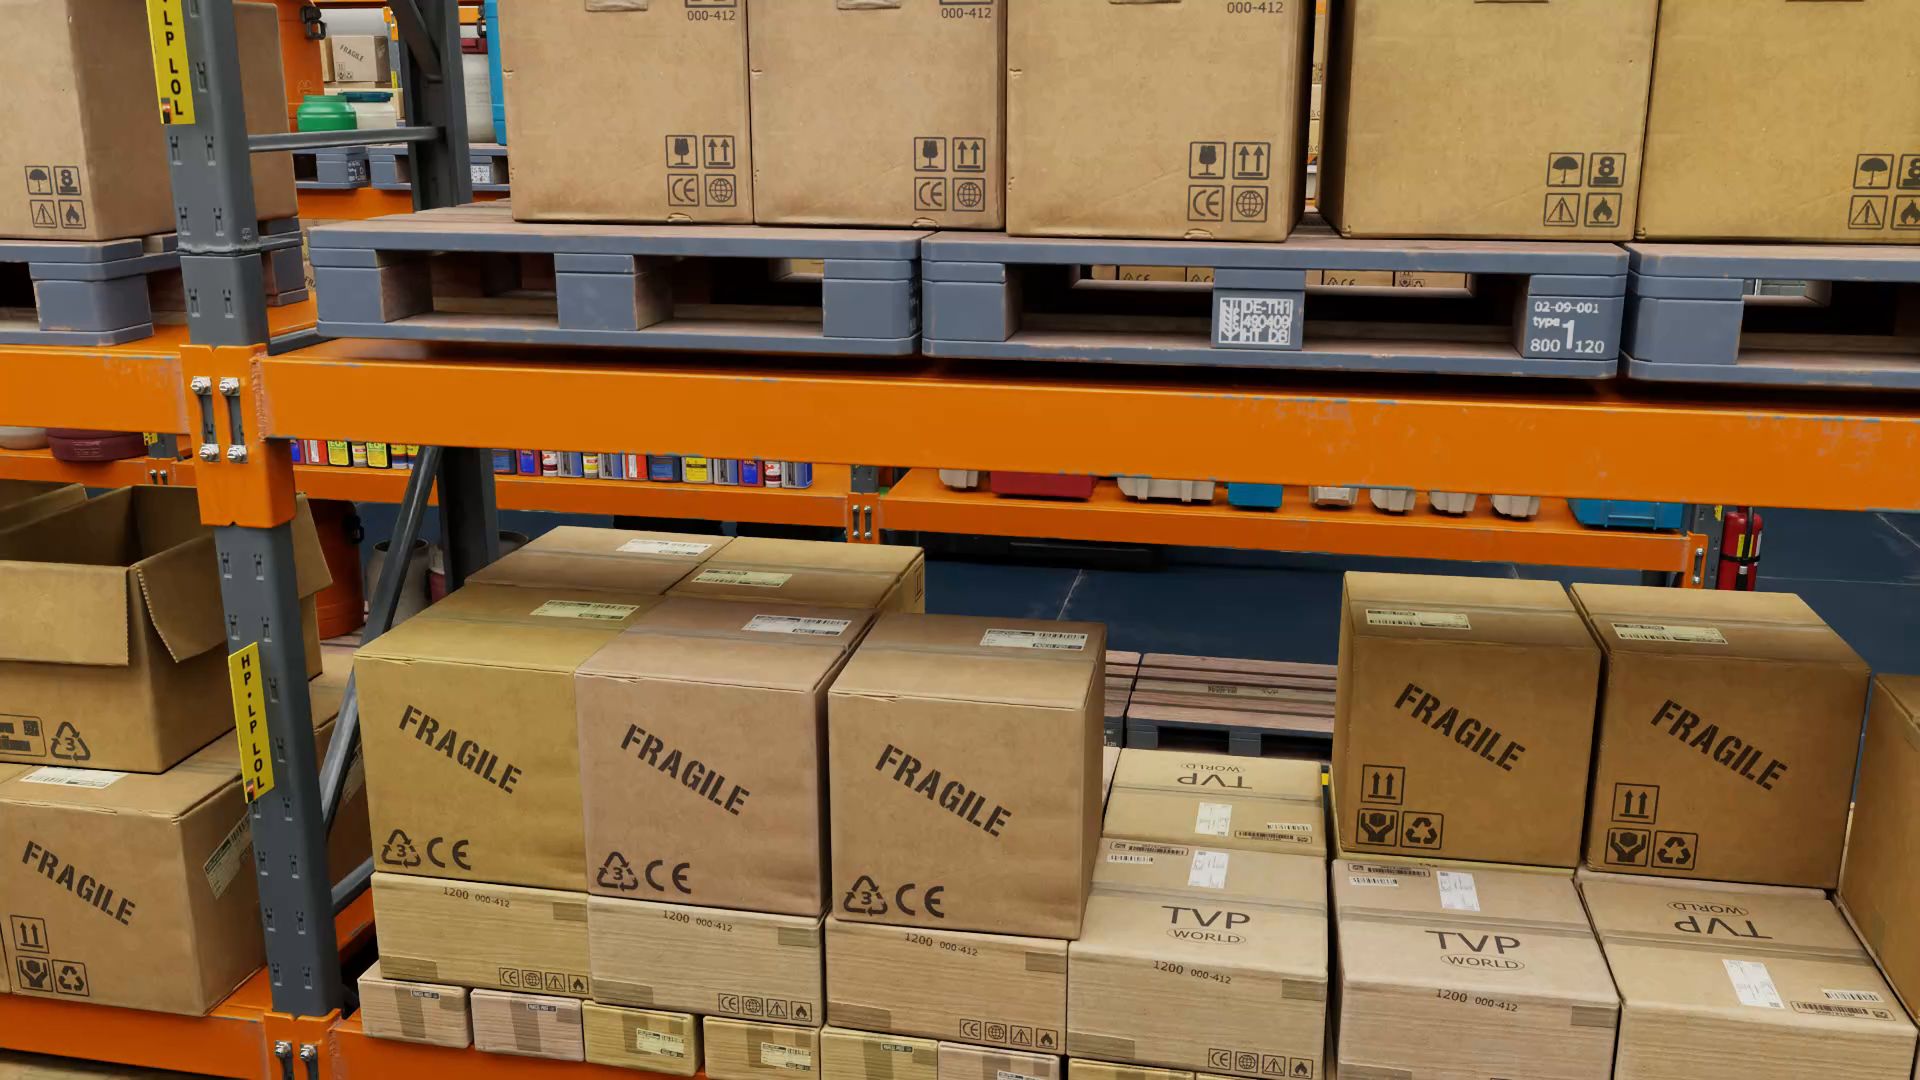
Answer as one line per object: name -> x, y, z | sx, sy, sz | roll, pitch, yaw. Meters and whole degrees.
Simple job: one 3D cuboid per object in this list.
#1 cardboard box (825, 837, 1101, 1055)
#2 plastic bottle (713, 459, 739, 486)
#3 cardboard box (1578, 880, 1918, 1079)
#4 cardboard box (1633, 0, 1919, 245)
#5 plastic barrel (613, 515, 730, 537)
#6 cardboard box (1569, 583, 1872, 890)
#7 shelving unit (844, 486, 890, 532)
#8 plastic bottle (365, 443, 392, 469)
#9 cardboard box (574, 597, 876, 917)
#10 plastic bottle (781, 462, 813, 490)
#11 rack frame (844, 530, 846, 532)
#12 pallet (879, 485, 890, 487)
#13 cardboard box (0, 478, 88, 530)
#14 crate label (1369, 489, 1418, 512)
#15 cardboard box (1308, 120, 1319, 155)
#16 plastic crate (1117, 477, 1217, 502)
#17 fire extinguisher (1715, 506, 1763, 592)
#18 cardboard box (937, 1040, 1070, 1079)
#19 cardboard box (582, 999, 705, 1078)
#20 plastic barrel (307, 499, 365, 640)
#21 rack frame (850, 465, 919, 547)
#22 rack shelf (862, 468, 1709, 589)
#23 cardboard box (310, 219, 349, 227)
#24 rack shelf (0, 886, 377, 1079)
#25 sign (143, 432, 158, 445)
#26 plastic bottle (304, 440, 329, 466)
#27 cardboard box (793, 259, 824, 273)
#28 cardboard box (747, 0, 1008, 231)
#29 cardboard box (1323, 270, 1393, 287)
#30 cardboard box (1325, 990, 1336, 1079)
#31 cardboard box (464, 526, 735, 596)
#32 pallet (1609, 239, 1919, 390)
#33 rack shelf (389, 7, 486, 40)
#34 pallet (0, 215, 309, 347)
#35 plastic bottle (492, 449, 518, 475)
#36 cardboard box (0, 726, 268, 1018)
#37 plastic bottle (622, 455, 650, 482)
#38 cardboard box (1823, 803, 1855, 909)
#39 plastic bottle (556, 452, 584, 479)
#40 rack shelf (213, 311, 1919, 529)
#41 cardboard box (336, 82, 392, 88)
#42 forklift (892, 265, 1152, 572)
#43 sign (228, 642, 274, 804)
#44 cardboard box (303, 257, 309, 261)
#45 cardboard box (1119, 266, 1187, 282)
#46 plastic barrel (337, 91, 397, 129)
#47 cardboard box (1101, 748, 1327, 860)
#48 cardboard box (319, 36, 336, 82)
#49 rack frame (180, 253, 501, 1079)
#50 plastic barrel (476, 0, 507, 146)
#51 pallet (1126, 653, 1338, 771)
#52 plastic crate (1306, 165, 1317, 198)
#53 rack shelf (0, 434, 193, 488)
cardboard box -> 0.024, 0.835, 3.581 | 0.500, 0.250, 0.500 | 4, 16, 12
plastic bottle -> -1.201, -0.433, 8.667 | 0.135, 0.276, 0.152 | 3, 16, 11
cardboard box -> 1.516, 0.917, 3.285 | 0.500, 0.250, 0.500 | 3, 16, 10
cardboard box -> 1.493, -0.848, 3.153 | 0.500, 0.500, 0.700 | 3, 16, 9
plastic barrel -> -1.616, 0.201, 9.291 | 0.708, 0.901, 0.600 | 3, 16, 11
cardboard box -> 1.634, 0.417, 3.688 | 0.500, 0.500, 0.500 | 3, 16, 10
shelving unit -> -0.666, -0.607, 12.437 | 0.503, 1.200, 0.258 | 3, 16, 10
plastic bottle -> -3.151, -0.530, 9.004 | 0.133, 0.283, 0.061 | 3, 16, 11
cardboard box -> -0.480, 0.447, 3.578 | 0.500, 0.500, 0.500 | 3, 16, 11
plastic bottle -> -0.843, -0.413, 8.597 | 0.135, 0.276, 0.152 | 3, 16, 11
rack frame -> -0.907, -0.619, 12.479 | 0.015, 1.200, 0.240 | 3, 16, 10
pallet -> -0.206, -0.522, 13.980 | 1.213, 0.211, 1.003 | 3, 16, 11
cardboard box -> -2.677, 0.156, 4.243 | 0.637, 0.503, 0.797 | 3, 16, 12
crate label -> 2.133, -0.249, 8.155 | 0.243, 0.136, 0.396 | 3, 16, 11
cardboard box -> 2.495, -3.035, 12.490 | 0.500, 0.250, 0.500 | 3, 16, 11
plastic crate -> 1.067, -0.379, 8.351 | 0.530, 0.282, 0.437 | 3, 16, 11
fire extinguisher -> 3.585, 0.020, 7.644 | 0.183, 0.674, 0.296 | 3, 16, 11
cardboard box -> 0.114, 1.052, 3.547 | 0.250, 0.149, 0.380 | 3, 16, 12
cardboard box -> -0.640, 1.011, 3.695 | 0.250, 0.149, 0.380 | 4, 16, 13
plastic barrel -> -3.829, 0.116, 9.734 | 0.708, 0.830, 0.600 | 3, 16, 11
rack frame -> -0.392, -0.537, 8.810 | 0.127, 3.000, 1.000 | 3, 16, 11
rack shelf -> 1.567, -0.084, 8.522 | 4.000, 0.370, 1.077 | 3, 16, 11
cardboard box -> -7.273, -3.822, 19.509 | 0.500, 0.500, 0.500 | 3, 16, 11
rack shelf -> -3.339, 0.999, 4.613 | 4.000, 0.370, 1.077 | 3, 16, 11
sign -> -4.415, -0.684, 9.036 | 0.005, 0.325, 0.100 | 3, 16, 11
plastic bottle -> -3.499, -0.557, 9.118 | 0.135, 0.276, 0.152 | 3, 16, 11
cardboard box -> -1.145, -2.161, 13.699 | 0.500, 0.500, 0.700 | -1, 16, -3
cardboard box -> -0.074, -0.930, 3.449 | 0.500, 0.500, 0.700 | 4, 16, 14
cardboard box -> 3.023, -2.154, 12.590 | 0.500, 0.500, 0.500 | 4, 16, 13
cardboard box -> 0.870, 1.092, 3.400 | 0.250, 0.149, 0.380 | 3, 16, 11
cardboard box -> -0.876, 0.281, 4.177 | 0.500, 0.500, 0.500 | 4, 16, 13
pallet -> 1.811, -0.468, 3.109 | 1.213, 0.211, 1.003 | 3, 16, 11
rack shelf -> -4.298, -5.799, 18.667 | 4.000, 0.370, 1.077 | 3, 16, 11
pallet -> -2.288, -0.630, 3.887 | 1.217, 0.209, 0.805 | 2, 16, 9
plastic bottle -> -2.438, -0.535, 8.896 | 0.185, 0.351, 0.144 | 3, 16, 11
cardboard box -> -1.892, 0.757, 3.951 | 0.500, 0.500, 0.500 | 3, 16, 11
plastic bottle -> -1.695, -0.460, 8.764 | 0.135, 0.276, 0.152 | 3, 16, 11
cardboard box -> 2.124, 0.805, 3.692 | 0.500, 0.250, 0.500 | 3, 16, 10
plastic bottle -> -2.054, -0.479, 8.835 | 0.135, 0.276, 0.152 | 3, 16, 11
rack shelf -> 0.580, -0.233, 3.444 | 4.000, 0.370, 1.077 | 3, 16, 11
cardboard box -> -6.804, -5.020, 19.150 | 0.500, 0.500, 0.500 | 4, 16, 13
forklift -> 1.075, -1.342, 11.848 | 3.031, 2.935, 1.130 | 3, 16, 10
sign -> -1.478, 0.382, 3.475 | 0.005, 0.325, 0.100 | 3, 16, 11
cardboard box -> -5.976, -2.233, 14.746 | 0.500, 0.500, 0.500 | 4, 16, 15
cardboard box -> 1.510, -2.236, 12.886 | 0.500, 0.500, 0.500 | 3, 16, 9
plastic barrel -> -3.232, -2.312, 9.073 | 0.301, 0.262, 0.301 | 0, 15, 0
cardboard box -> 0.609, 0.725, 3.981 | 0.500, 0.250, 0.500 | 3, 16, 10
cardboard box -> -7.345, -5.521, 19.089 | 0.500, 0.500, 0.500 | 4, 16, 14
rack frame -> -1.379, 0.759, 4.133 | 0.127, 3.000, 1.000 | 3, 16, 11
plastic barrel -> -2.095, -2.477, 8.470 | 0.708, 0.901, 0.600 | 3, 16, 11
pallet -> 1.535, 0.900, 8.846 | 1.213, 0.211, 1.003 | 3, 16, 11
plastic crate -> 1.453, -1.687, 7.839 | 0.530, 0.136, 0.437 | 3, 16, 11
rack shelf -> -6.272, -0.509, 10.059 | 4.000, 0.370, 1.077 | 3, 16, 11
